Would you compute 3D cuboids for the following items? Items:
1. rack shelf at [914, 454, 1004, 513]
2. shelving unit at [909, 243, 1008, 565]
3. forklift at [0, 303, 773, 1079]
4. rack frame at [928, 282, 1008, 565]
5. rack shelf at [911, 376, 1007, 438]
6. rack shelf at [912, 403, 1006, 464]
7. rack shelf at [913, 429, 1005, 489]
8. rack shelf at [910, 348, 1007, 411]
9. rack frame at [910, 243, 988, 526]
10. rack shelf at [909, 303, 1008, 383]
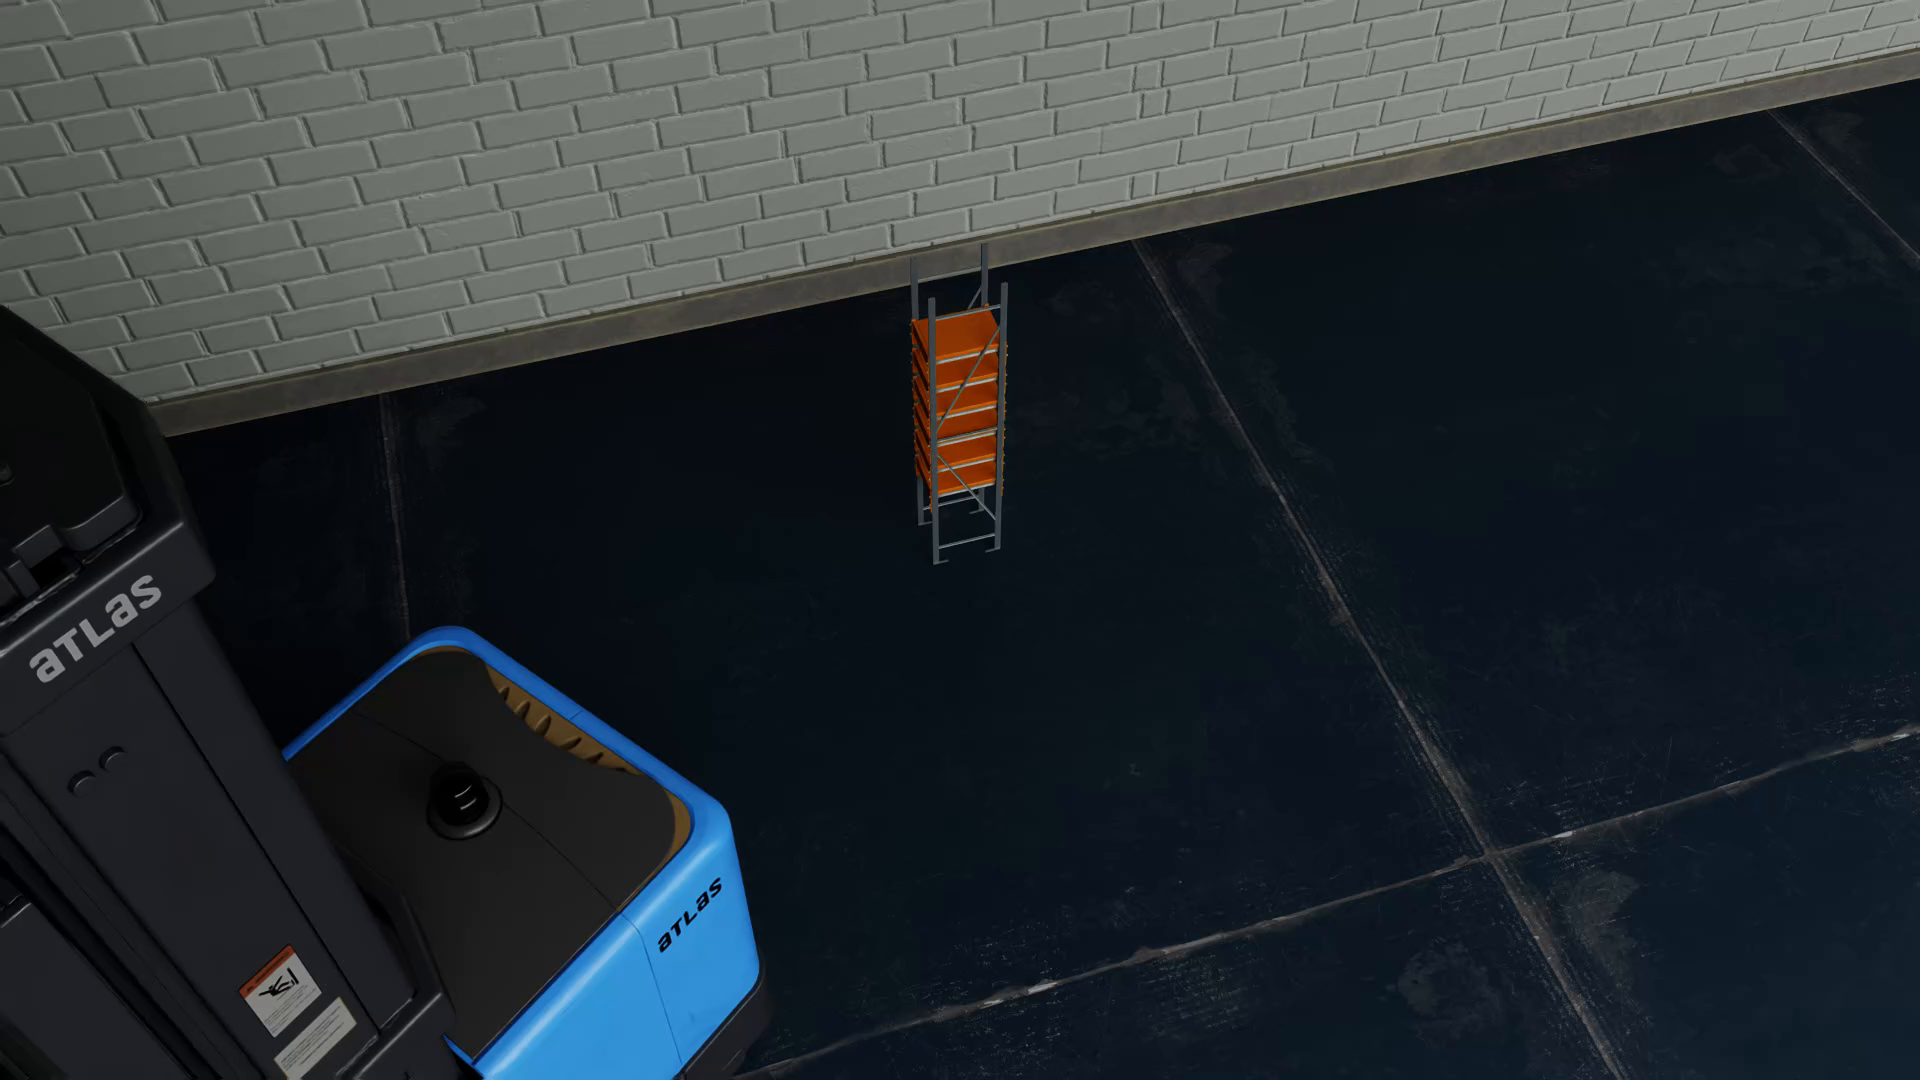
[{"bbox_3d":[-0.004,-0.214,5.518,0.258,0.103,0.180,-13,51,-11],"label":"rack shelf"},{"bbox_3d":[-0.004,-0.397,5.300,0.258,1.200,0.189,-13,51,-11],"label":"shelving unit"},{"bbox_3d":[-1.795,1.062,2.937,1.130,2.935,3.031,30,56,23],"label":"forklift"},{"bbox_3d":[0.023,-0.330,5.244,0.240,1.200,0.006,-13,51,-11],"label":"rack frame"},{"bbox_3d":[-0.004,-0.446,5.242,0.258,0.103,0.180,-13,51,-11],"label":"rack shelf"},{"bbox_3d":[-0.004,-0.369,5.334,0.258,0.103,0.180,-13,51,-11],"label":"rack shelf"},{"bbox_3d":[-0.004,-0.291,5.426,0.258,0.103,0.180,-13,51,-11],"label":"rack shelf"},{"bbox_3d":[-0.004,-0.523,5.151,0.258,0.103,0.180,-13,51,-11],"label":"rack shelf"},{"bbox_3d":[-0.031,-0.464,5.357,0.240,1.200,0.006,-13,51,-11],"label":"rack frame"},{"bbox_3d":[-0.004,-0.601,5.059,0.258,0.103,0.180,-13,51,-11],"label":"rack shelf"}]
